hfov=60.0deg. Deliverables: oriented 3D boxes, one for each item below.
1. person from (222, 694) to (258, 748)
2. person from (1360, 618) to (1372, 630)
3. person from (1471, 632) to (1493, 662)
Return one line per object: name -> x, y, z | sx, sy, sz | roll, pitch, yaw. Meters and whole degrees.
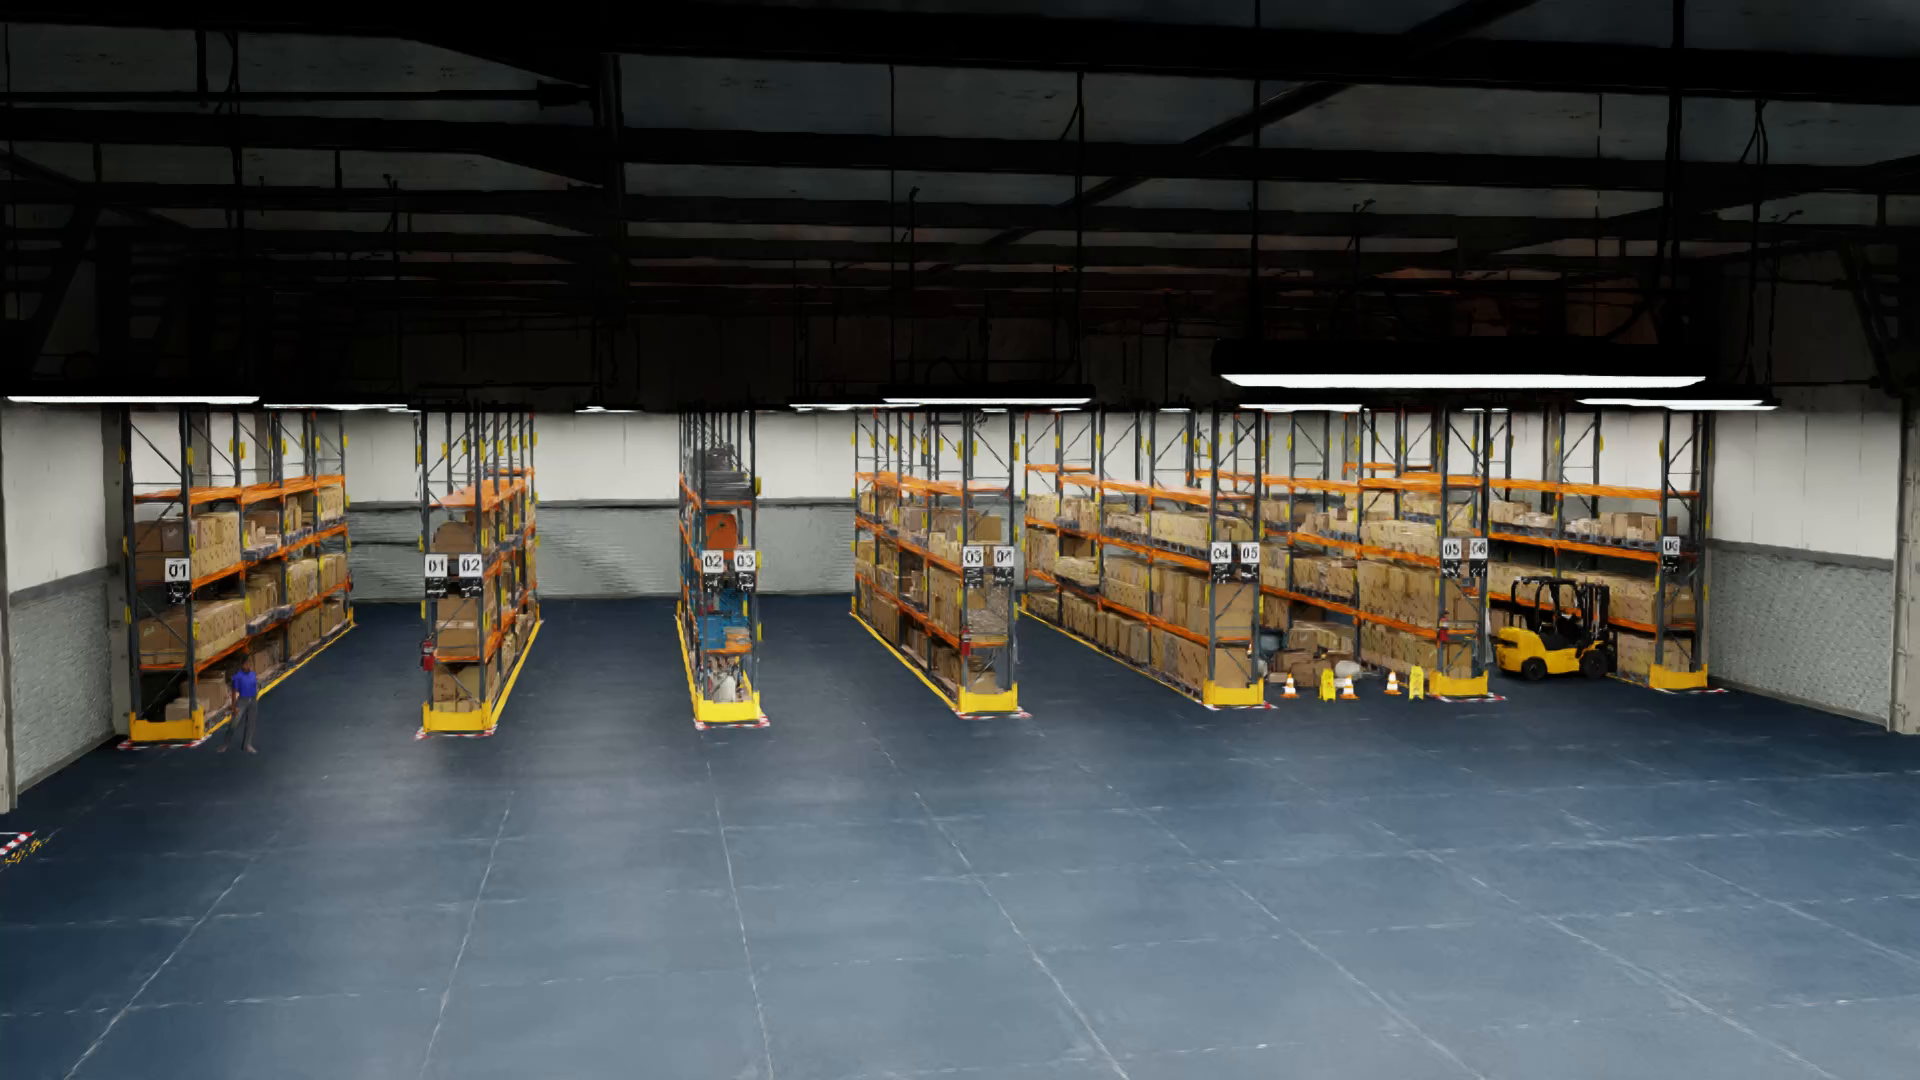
person -> -12.179, 3.060, 28.144 | 0.446, 0.942, 0.510 | 3, 5, 35
person -> 10.238, 1.738, 42.188 | 0.379, 1.442, 0.552 | -3, 6, -39
person -> 12.009, 2.034, 38.418 | 0.636, 1.544, 0.537 | 1, 5, 18
